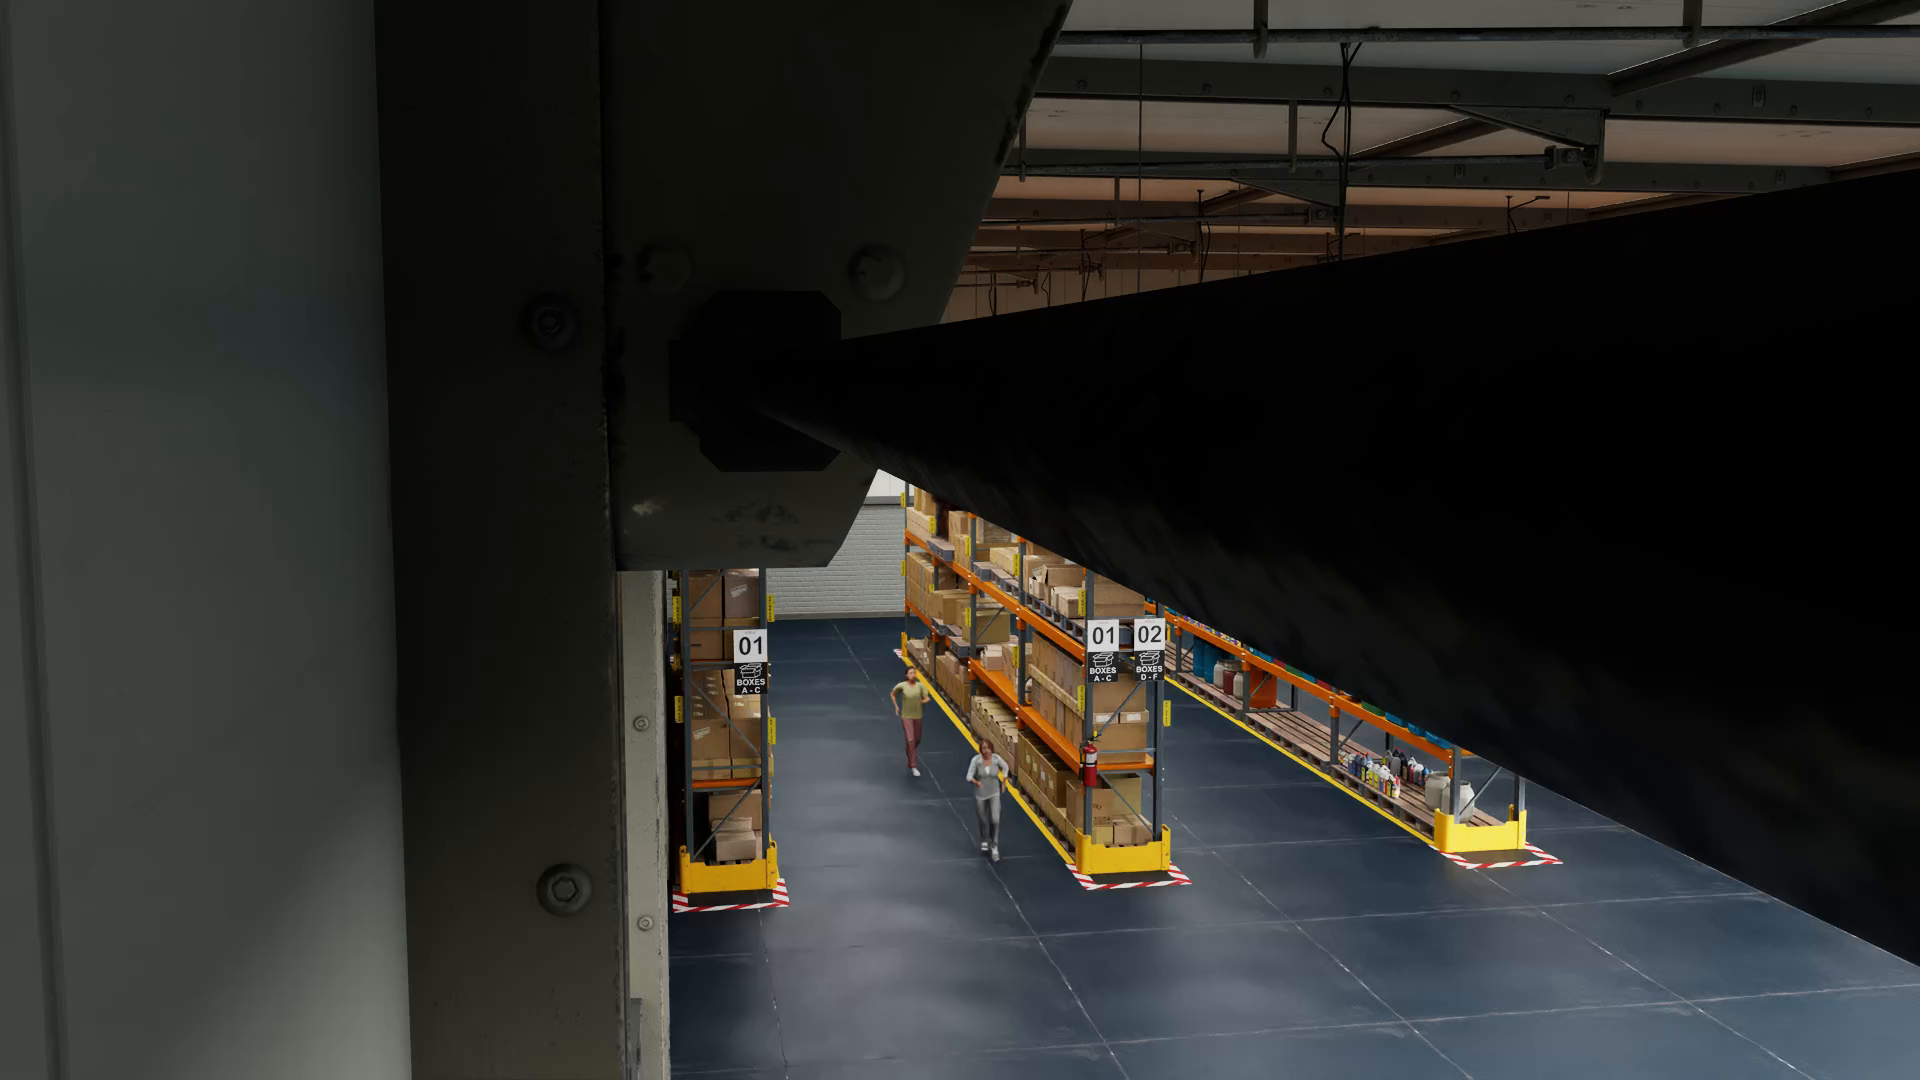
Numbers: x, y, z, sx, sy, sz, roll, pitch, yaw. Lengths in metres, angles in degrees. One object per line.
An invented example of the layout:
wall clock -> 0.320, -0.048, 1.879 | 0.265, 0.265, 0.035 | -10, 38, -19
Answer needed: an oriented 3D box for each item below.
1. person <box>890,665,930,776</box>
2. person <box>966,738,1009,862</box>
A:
person -> -0.754, 2.781, 26.001 | 0.574, 1.655, 0.969 | -2, 6, -19
person -> 0.355, 3.323, 21.443 | 0.550, 1.583, 0.748 | 0, 6, 1
